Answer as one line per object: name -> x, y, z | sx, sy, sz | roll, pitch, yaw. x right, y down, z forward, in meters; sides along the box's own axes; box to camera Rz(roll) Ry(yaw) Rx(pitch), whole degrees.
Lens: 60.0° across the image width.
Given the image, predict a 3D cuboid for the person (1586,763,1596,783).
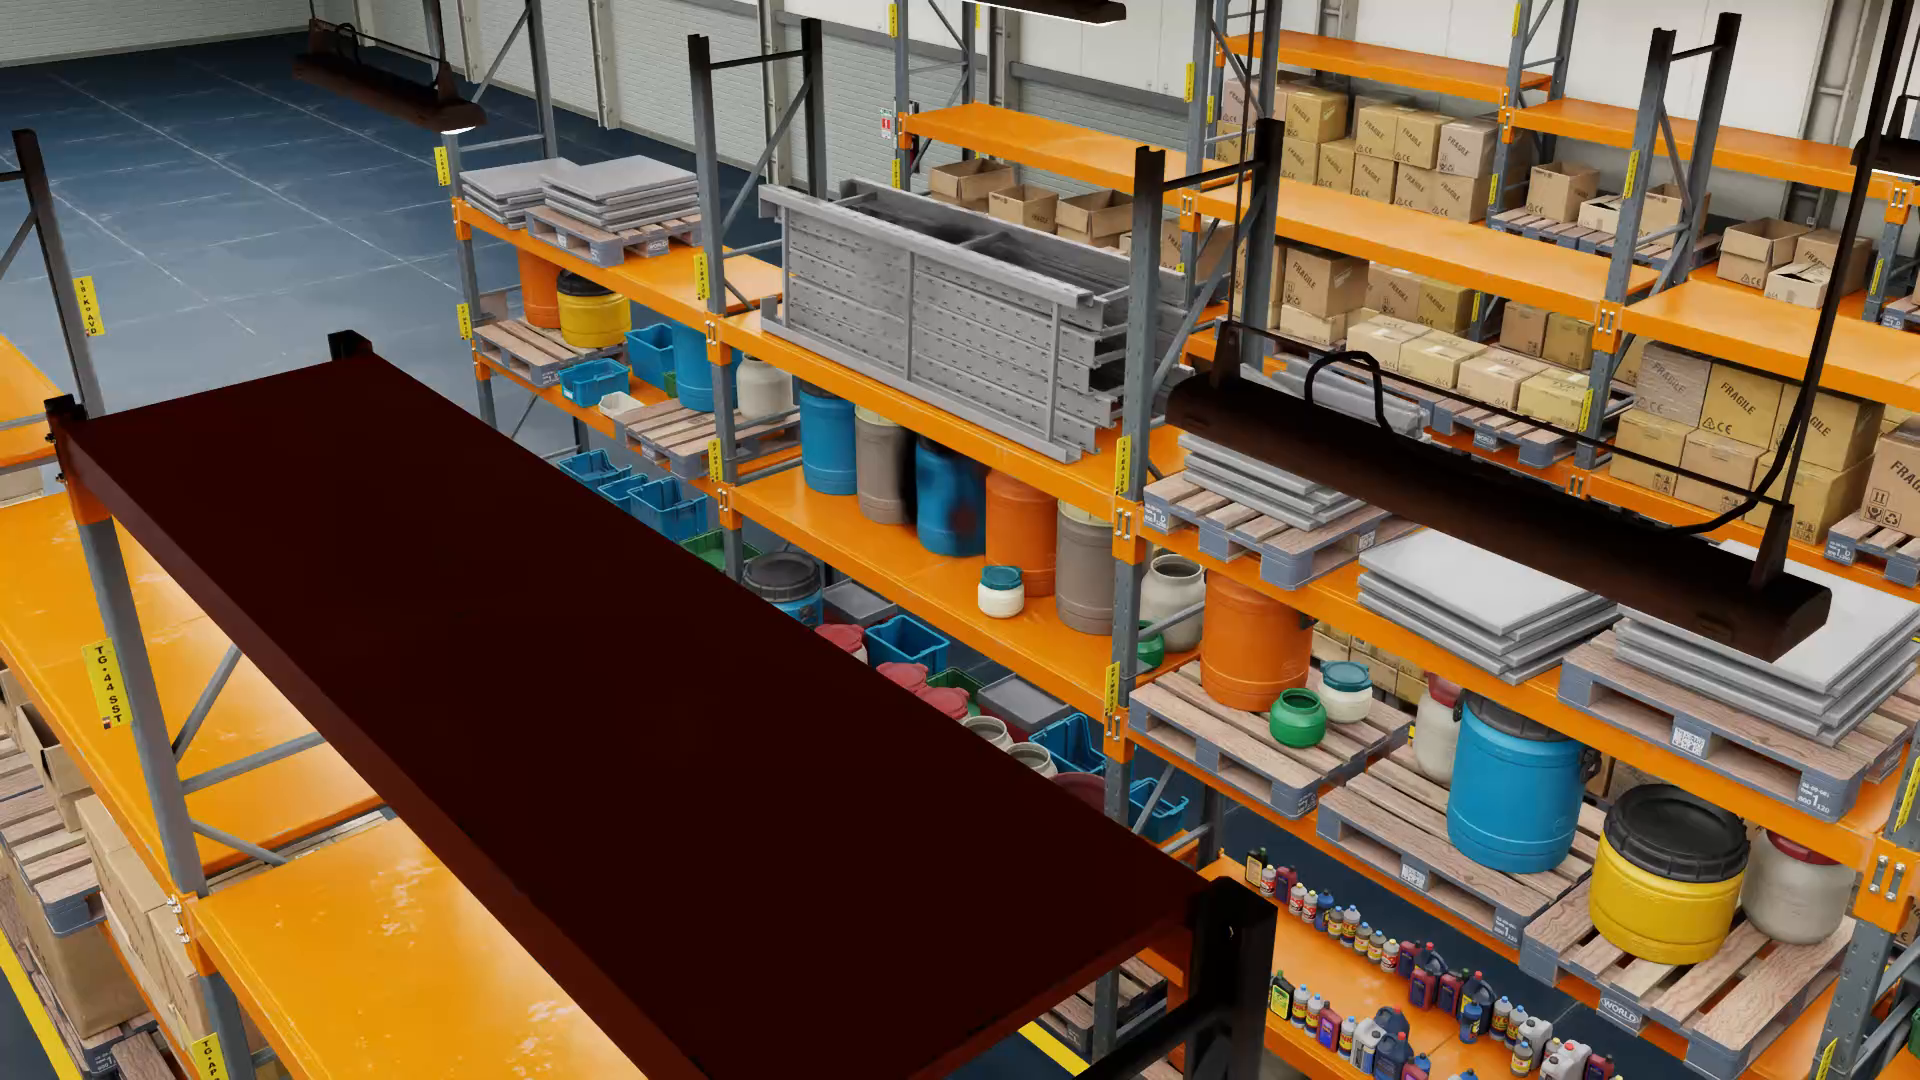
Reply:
person -> 4.064, 1.950, 11.768 | 0.700, 1.783, 0.647 | 16, 31, 29
